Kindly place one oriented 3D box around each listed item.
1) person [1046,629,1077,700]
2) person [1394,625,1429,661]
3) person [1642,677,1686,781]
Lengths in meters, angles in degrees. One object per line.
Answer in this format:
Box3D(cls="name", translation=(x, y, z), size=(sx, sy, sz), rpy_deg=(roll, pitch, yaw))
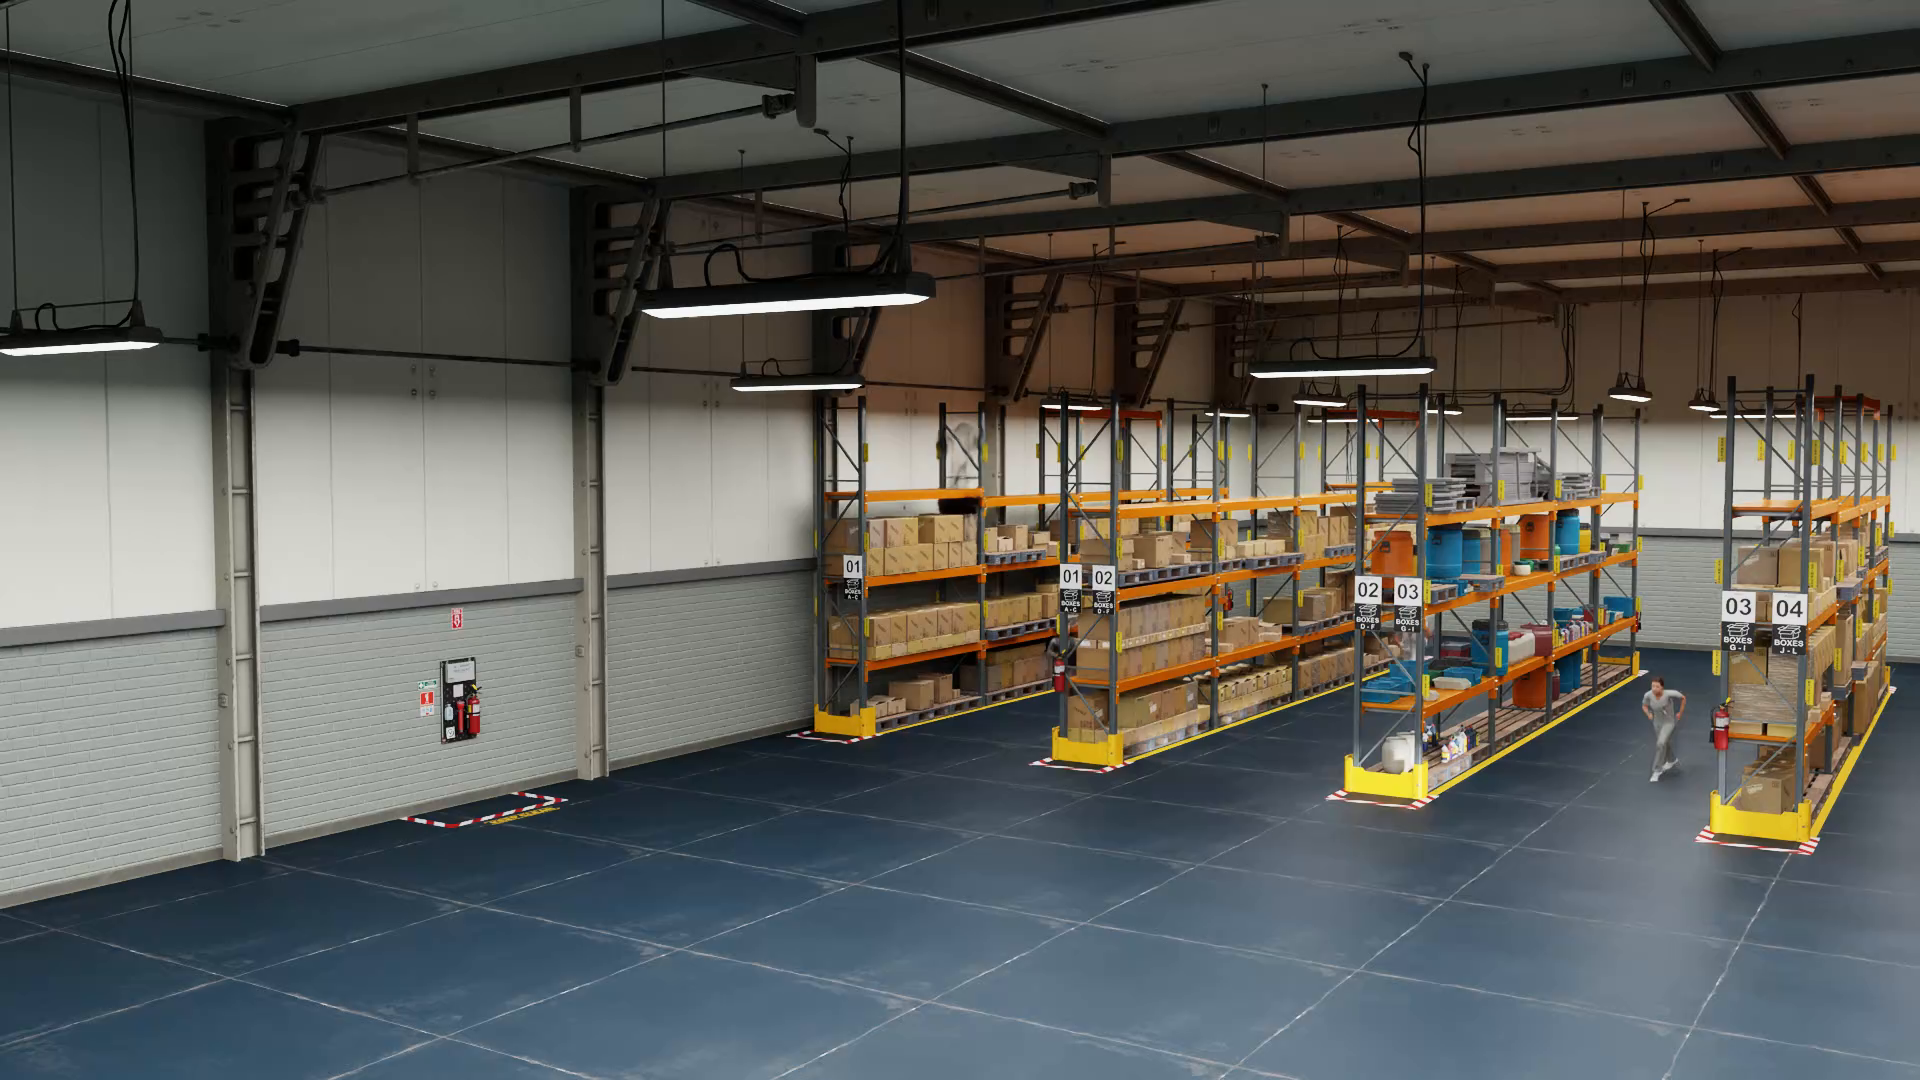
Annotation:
Box3D(cls="person", translation=(1.970, 2.477, 31.594), size=(0.644, 1.772, 0.805), rpy_deg=(1, 3, 11))
Box3D(cls="person", translation=(9.444, 2.351, 34.765), size=(0.704, 1.731, 1.057), rpy_deg=(1, 3, 20))
Box3D(cls="person", translation=(10.886, 2.885, 25.640), size=(0.606, 1.626, 0.960), rpy_deg=(3, 4, 41))
